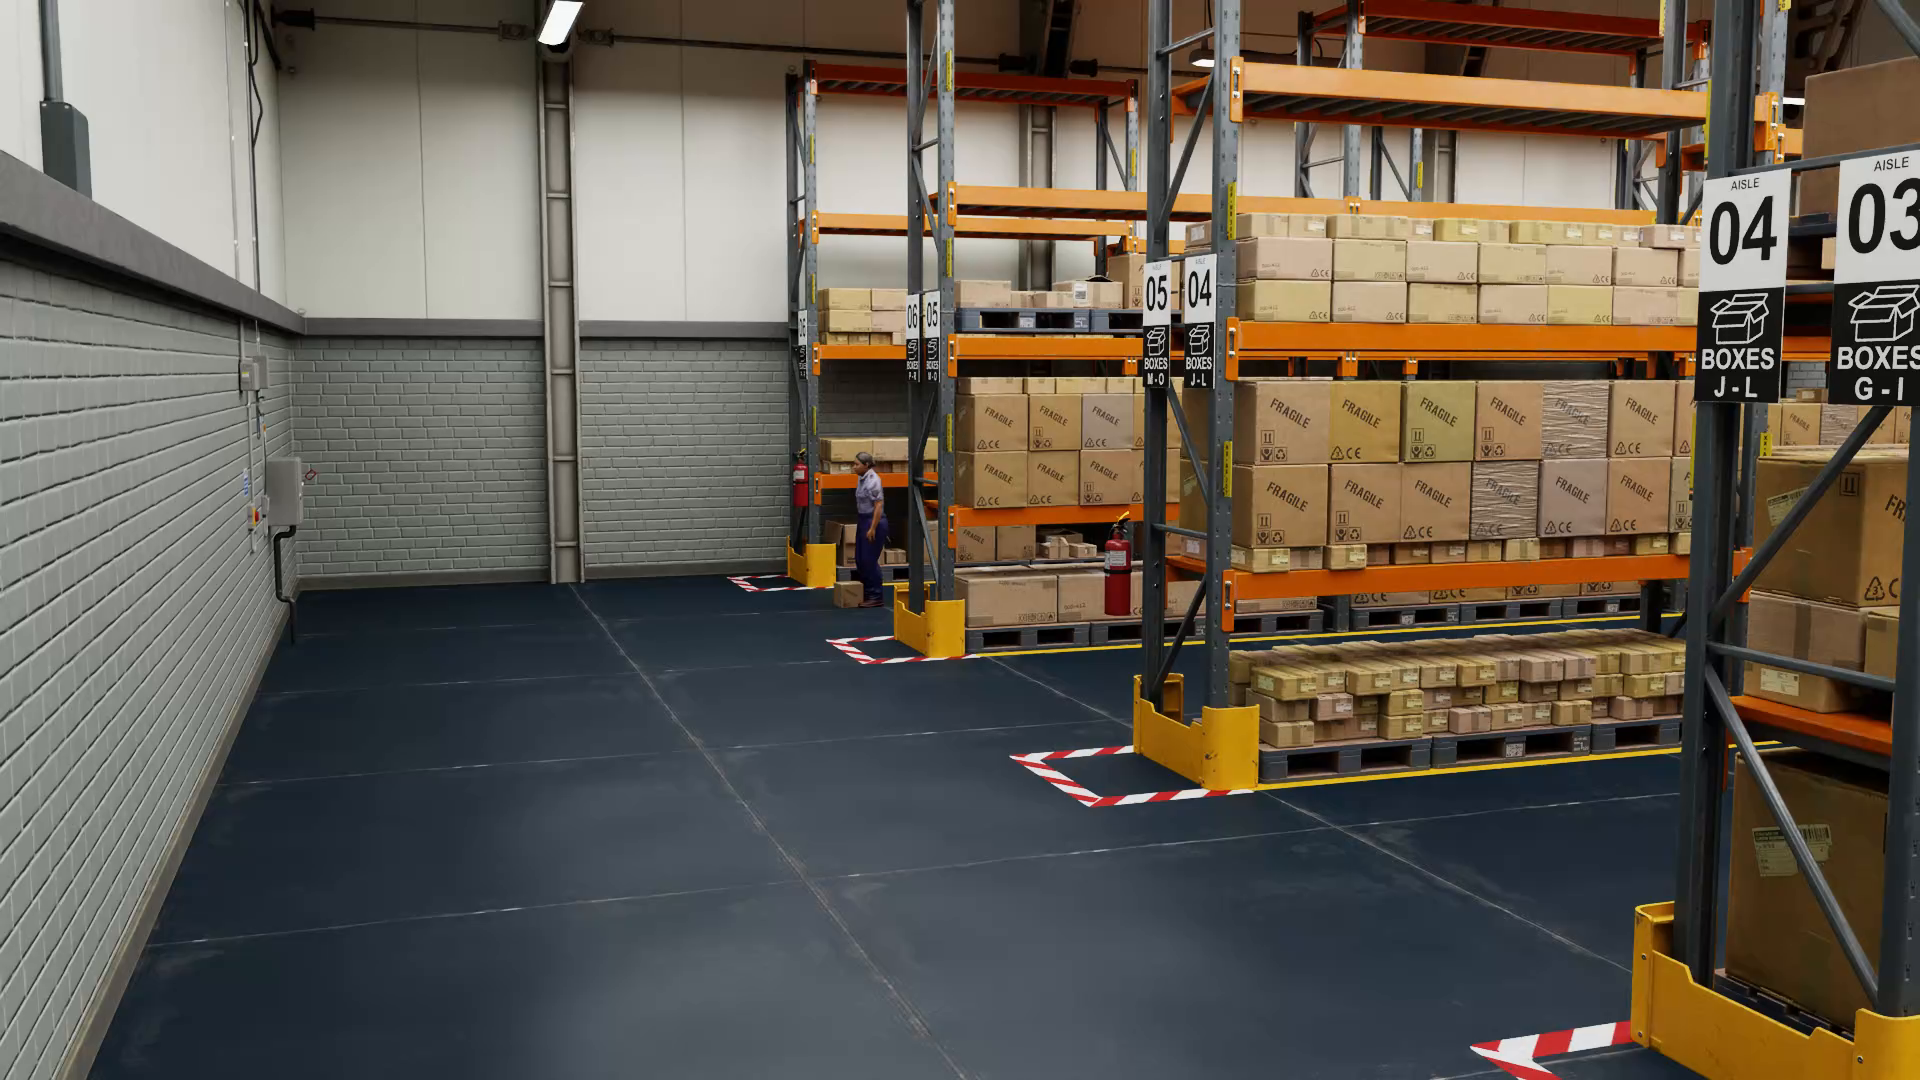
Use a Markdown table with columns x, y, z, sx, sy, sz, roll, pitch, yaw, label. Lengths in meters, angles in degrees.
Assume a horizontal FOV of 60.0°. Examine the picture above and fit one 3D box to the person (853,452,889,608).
| x | y | z | sx | sy | sz | roll | pitch | yaw | label |
| --- | --- | --- | --- | --- | --- | --- | --- | --- | --- |
| -0.970 | -0.123 | 17.800 | 0.368 | 1.652 | 0.541 | -2 | 6 | -19 | person |
